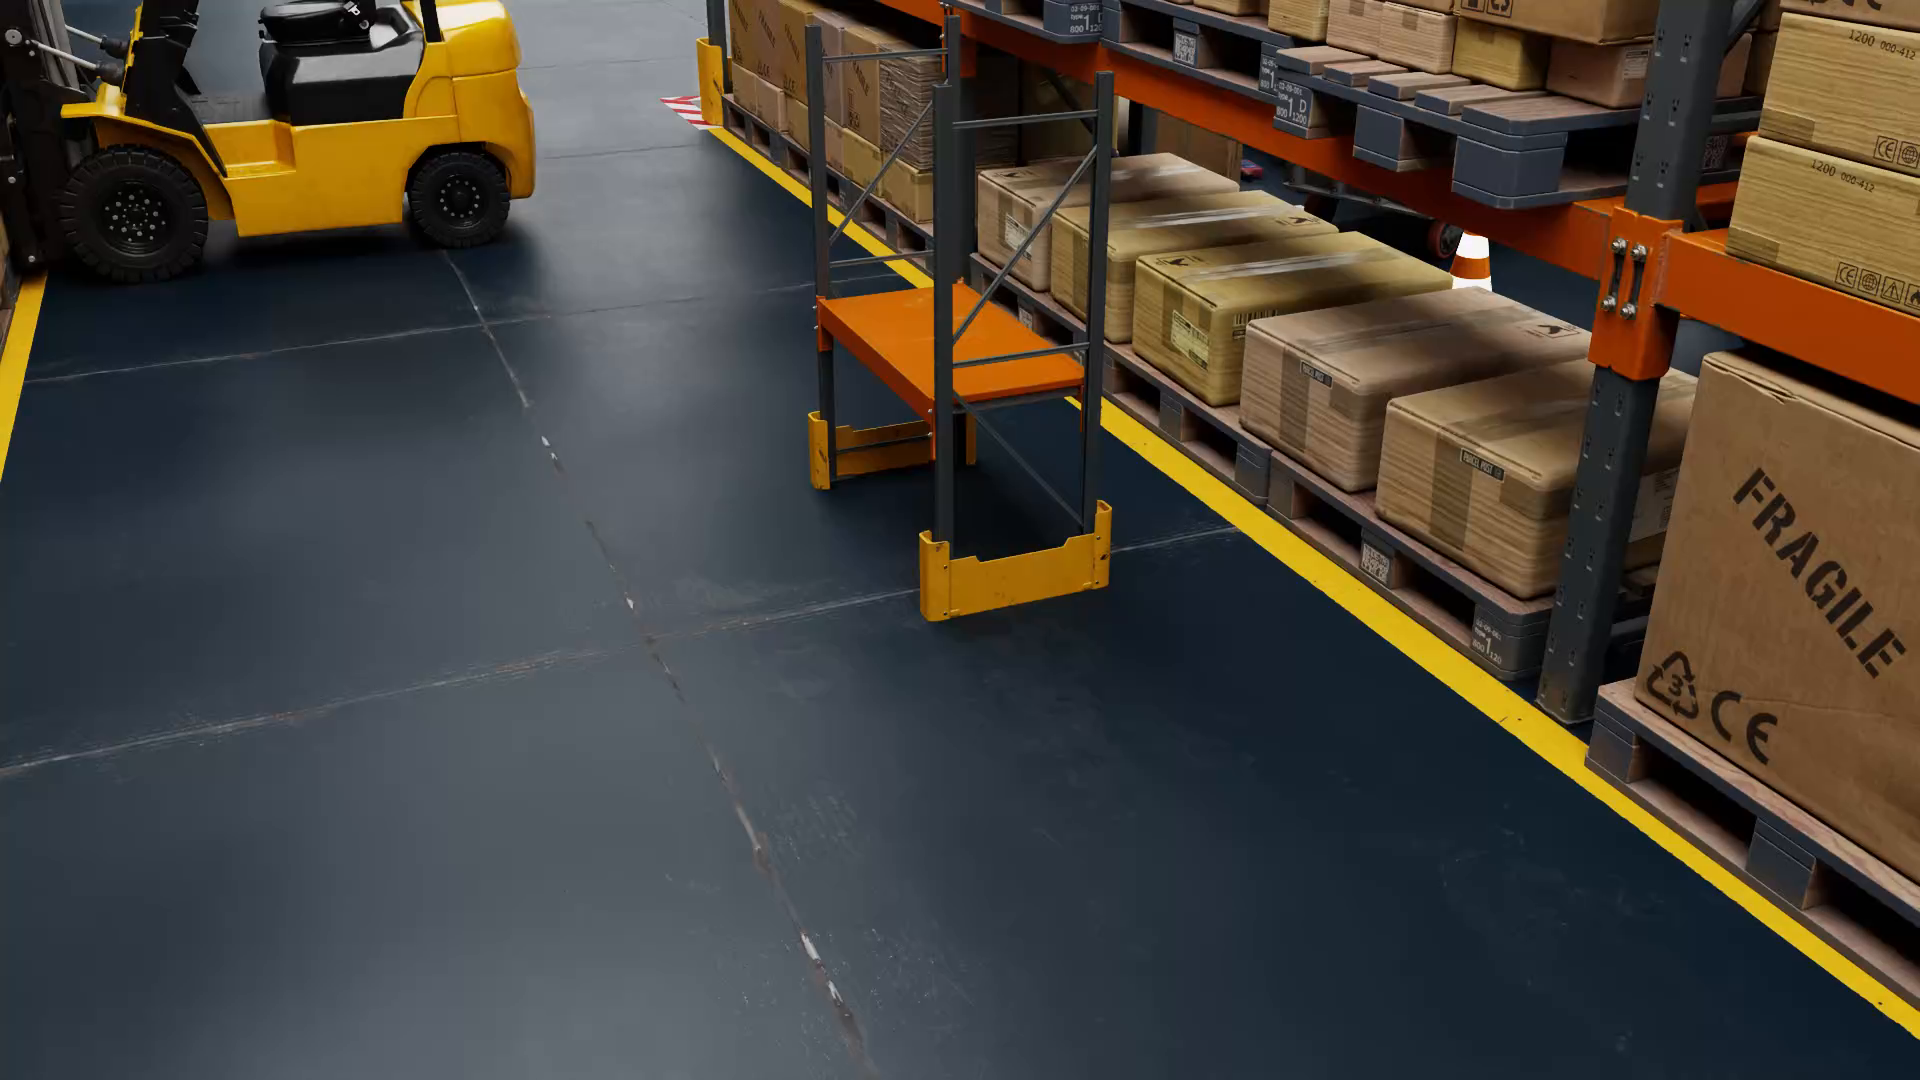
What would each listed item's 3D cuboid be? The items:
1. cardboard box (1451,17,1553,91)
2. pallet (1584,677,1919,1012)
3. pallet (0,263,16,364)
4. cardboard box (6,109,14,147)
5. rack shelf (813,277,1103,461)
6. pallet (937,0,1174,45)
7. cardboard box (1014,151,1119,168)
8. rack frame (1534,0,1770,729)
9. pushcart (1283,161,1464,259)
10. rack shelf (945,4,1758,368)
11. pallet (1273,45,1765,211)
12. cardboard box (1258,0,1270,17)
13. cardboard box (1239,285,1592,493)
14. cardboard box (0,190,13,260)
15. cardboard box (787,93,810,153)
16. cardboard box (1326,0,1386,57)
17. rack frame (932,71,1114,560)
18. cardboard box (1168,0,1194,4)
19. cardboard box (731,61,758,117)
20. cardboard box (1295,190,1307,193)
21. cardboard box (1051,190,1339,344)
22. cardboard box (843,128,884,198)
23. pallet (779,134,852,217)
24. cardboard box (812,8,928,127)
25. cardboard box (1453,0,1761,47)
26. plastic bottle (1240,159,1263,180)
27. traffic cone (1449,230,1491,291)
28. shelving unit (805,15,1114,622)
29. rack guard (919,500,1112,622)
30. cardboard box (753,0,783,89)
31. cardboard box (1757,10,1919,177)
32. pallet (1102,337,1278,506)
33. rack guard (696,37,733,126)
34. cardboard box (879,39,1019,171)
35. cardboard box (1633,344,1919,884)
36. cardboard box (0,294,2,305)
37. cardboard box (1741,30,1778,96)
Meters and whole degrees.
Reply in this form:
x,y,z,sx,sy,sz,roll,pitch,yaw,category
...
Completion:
x,y,z,sx,sy,sz,roll,pitch,yaw,category
1.473,-1.238,4.175,0.380,0.149,0.250,-10,28,-20,cardboard box
2.229,0.610,3.761,1.003,0.211,1.213,-11,28,-21,pallet
-4.416,-0.810,6.669,1.003,0.211,1.213,-11,28,-21,pallet
-4.823,-1.976,7.963,0.500,0.250,0.500,-11,28,-22,cardboard box
-0.033,-0.547,5.070,0.538,0.185,1.000,-11,28,-21,rack shelf
0.588,-2.170,6.494,1.003,0.211,1.213,-11,28,-21,pallet
0.440,-1.827,8.229,0.500,0.250,0.500,-12,28,-23,cardboard box
1.989,-0.975,3.827,1.000,3.000,0.127,-11,28,-21,rack frame
2.501,-1.823,8.554,1.648,0.377,0.936,-22,34,-38,pushcart
1.206,-1.459,5.639,1.077,0.370,4.000,-11,28,-21,rack shelf
1.612,-1.158,4.421,1.213,0.211,1.003,-11,28,-21,pallet
1.138,-1.667,5.053,0.380,0.149,0.250,-10,28,-20,cardboard box
1.481,-0.509,5.390,0.950,0.372,0.625,-11,28,-22,cardboard box
-4.457,-1.347,7.246,0.500,0.250,0.500,-10,28,-20,cardboard box
-0.664,-2.359,9.317,0.500,0.250,0.500,-9,27,-17,cardboard box
1.242,-1.435,4.578,0.380,0.149,0.250,-12,28,-23,cardboard box
0.166,-0.503,4.571,0.500,1.500,0.032,-11,28,-21,rack frame
0.833,-1.857,5.442,0.380,0.149,0.250,-9,28,-19,cardboard box
-1.082,-2.784,10.189,0.500,0.250,0.500,-11,28,-21,cardboard box
2.078,-2.059,9.163,0.396,0.266,0.258,13,29,24,cardboard box
0.915,-1.096,6.593,0.950,0.372,0.625,-9,27,-17,cardboard box
-0.274,-1.948,8.477,0.500,0.250,0.500,-11,28,-22,cardboard box
-0.354,-2.095,9.300,1.003,0.211,1.213,-11,28,-21,pallet
-0.458,-2.483,8.717,0.500,0.500,0.500,-9,27,-18,cardboard box
1.555,-1.478,3.926,0.500,0.500,0.500,-11,28,-22,cardboard box
1.643,-2.112,9.506,0.133,0.061,0.283,-6,27,-12,plastic bottle
2.196,-1.189,7.159,0.336,0.463,0.334,-11,28,-21,traffic cone
-0.030,-0.705,4.984,0.587,1.500,1.083,-11,28,-21,shelving unit
0.165,0.058,4.846,0.587,0.250,0.087,-11,28,-21,rack guard
-0.864,-2.901,9.574,0.500,0.500,0.500,-12,28,-23,cardboard box
1.960,-0.885,3.245,0.500,0.250,0.500,-11,28,-21,cardboard box
1.211,-0.529,6.093,1.003,0.211,1.213,-11,28,-21,pallet
-1.114,-3.050,10.928,1.175,0.500,0.348,-11,28,-21,rack guard
-0.056,-2.072,7.876,0.500,0.500,0.500,-11,28,-21,cardboard box
2.183,0.085,3.601,0.875,0.875,0.875,-11,28,-21,cardboard box
-4.028,-0.940,6.412,0.500,0.250,0.500,-10,28,-20,cardboard box
2.033,-1.214,4.125,0.380,0.149,0.250,-12,29,-24,cardboard box
